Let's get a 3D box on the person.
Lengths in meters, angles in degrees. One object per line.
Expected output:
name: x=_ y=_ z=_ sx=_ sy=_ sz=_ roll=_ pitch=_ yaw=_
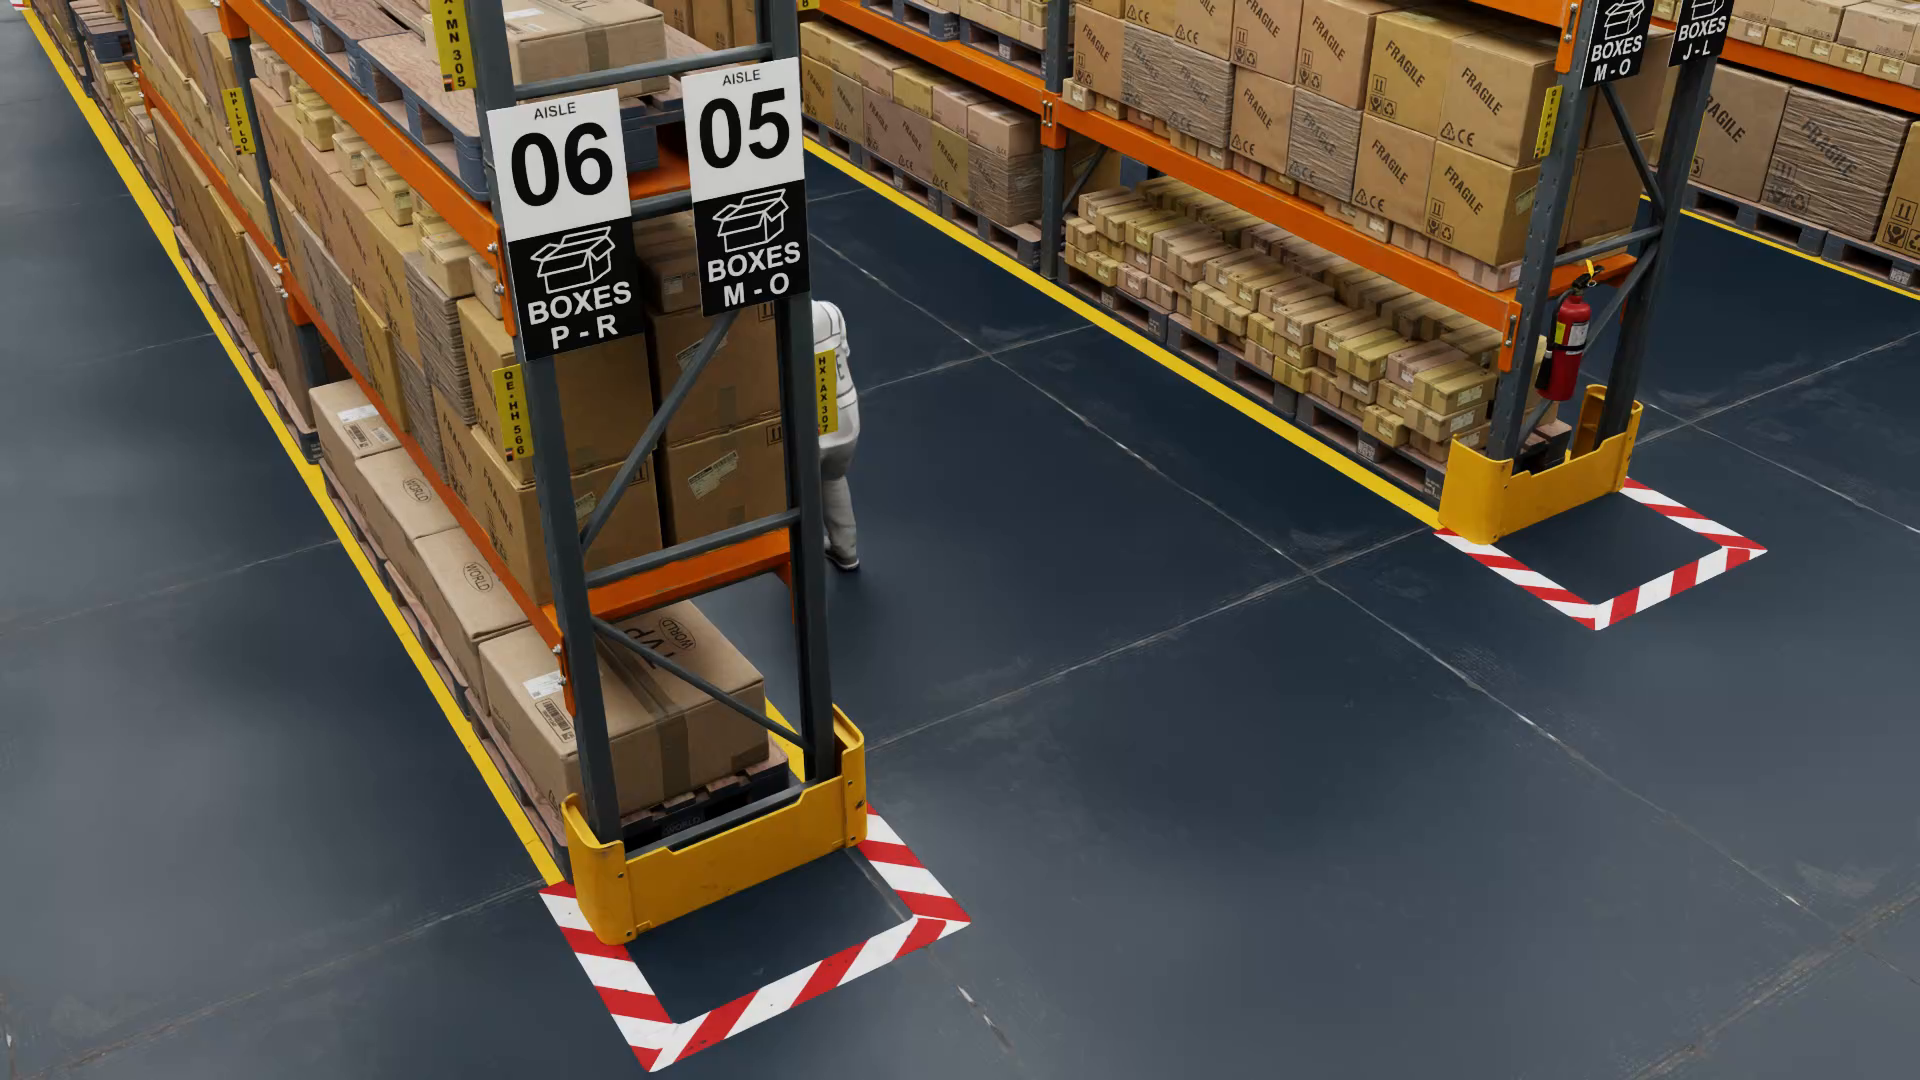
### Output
person: x=-0.783 y=-0.557 z=8.117 sx=0.571 sy=1.650 sz=0.585 roll=-18 pitch=37 yaw=-26
